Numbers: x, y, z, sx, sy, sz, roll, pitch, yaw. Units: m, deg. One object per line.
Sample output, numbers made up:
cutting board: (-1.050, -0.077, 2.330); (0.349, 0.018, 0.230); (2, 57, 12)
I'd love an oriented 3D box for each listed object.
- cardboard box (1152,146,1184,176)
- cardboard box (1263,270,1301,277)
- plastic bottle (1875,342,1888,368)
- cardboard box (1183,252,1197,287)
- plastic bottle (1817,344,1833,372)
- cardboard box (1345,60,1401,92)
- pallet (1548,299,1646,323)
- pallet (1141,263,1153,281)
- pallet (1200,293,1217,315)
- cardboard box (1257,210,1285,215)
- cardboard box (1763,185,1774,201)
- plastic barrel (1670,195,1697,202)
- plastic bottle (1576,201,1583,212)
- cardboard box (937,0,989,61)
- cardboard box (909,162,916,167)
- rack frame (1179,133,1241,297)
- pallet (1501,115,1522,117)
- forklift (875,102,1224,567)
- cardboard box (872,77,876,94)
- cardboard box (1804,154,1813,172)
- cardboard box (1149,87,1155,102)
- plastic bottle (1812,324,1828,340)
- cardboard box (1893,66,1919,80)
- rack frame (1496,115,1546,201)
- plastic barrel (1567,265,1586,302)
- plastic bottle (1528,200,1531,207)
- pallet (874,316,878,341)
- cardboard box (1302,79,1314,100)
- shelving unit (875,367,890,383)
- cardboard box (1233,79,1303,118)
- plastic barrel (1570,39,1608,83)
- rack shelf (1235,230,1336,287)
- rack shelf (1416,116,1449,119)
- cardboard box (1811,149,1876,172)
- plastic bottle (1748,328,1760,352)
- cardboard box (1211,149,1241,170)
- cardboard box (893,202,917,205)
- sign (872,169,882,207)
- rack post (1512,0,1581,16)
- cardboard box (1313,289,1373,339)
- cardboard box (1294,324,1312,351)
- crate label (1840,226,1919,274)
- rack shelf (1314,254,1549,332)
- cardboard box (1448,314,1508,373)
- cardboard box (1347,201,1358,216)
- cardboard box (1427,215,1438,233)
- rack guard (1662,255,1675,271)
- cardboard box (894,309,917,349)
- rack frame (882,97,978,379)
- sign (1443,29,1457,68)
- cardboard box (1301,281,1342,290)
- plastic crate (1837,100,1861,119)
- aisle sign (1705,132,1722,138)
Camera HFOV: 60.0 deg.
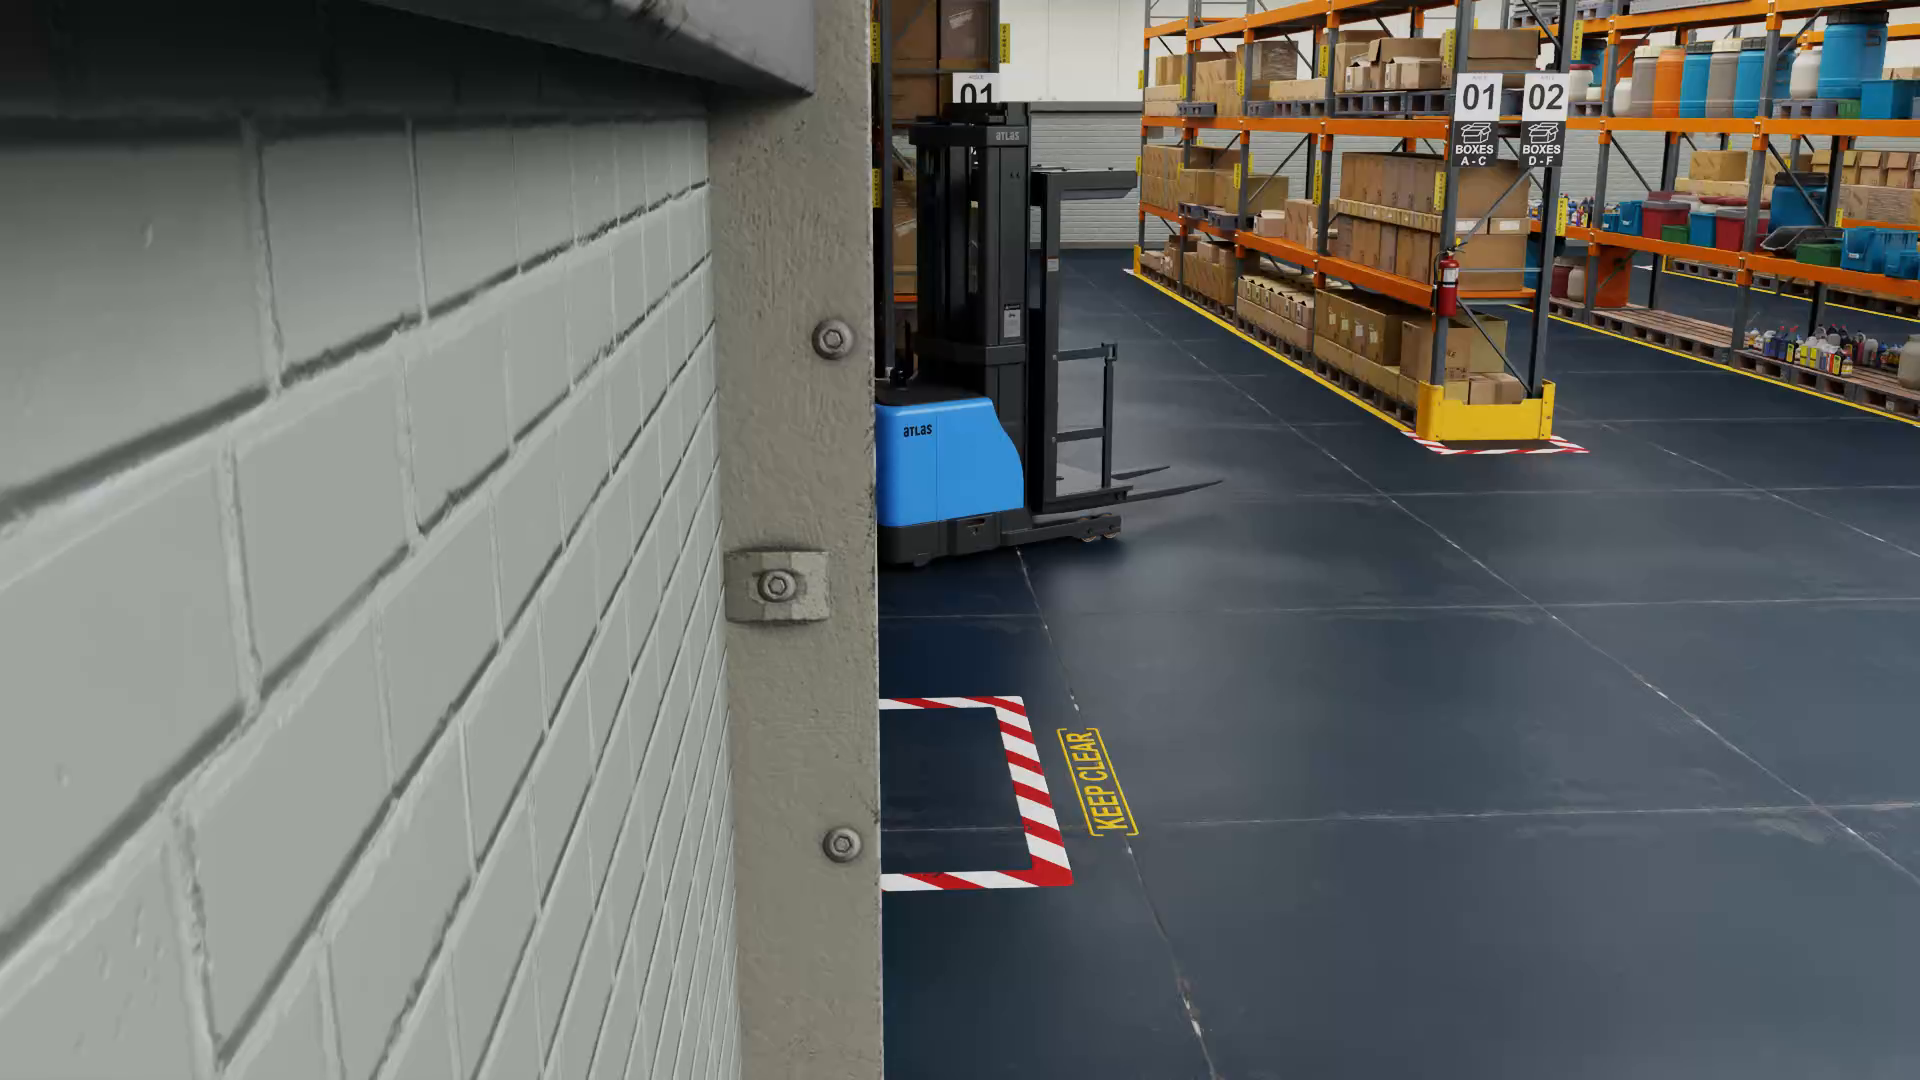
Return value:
cardboard box: (3.617, -6.548, 28.748); (0.500, 0.500, 0.500); (-1, 14, -3)
cardboard box: (4.539, -3.514, 23.299); (0.500, 0.500, 0.500); (0, 14, -1)
plastic bottle: (9.880, -1.988, 17.826); (0.097, 0.271, 0.097); (0, 14, 0)
cardboard box: (3.821, -4.267, 26.226); (0.500, 0.500, 0.500); (-2, 15, -6)
plastic bottle: (9.173, -1.922, 17.559); (0.152, 0.276, 0.135); (-1, 14, -5)
cardboard box: (4.331, -4.817, 17.262); (0.500, 0.311, 0.500); (-2, 15, -7)
pallet: (9.136, -3.315, 23.986); (1.003, 0.211, 1.213); (-1, 14, -3)
pallet: (3.841, -4.816, 29.822); (1.003, 0.211, 1.213); (-1, 14, -3)
pallet: (4.201, -3.533, 24.833); (1.003, 0.211, 1.213); (-1, 14, -3)
cardboard box: (4.261, -4.260, 22.242); (0.500, 0.311, 0.500); (0, 14, 0)
cardboard box: (13.632, -5.718, 27.435); (0.500, 0.250, 0.500); (-1, 14, -4)
plastic barrel: (9.503, -4.271, 21.884); (0.421, 0.512, 0.421); (0, 14, 0)
plastic bottle: (9.402, -5.004, 25.204); (0.152, 0.276, 0.135); (-1, 14, -3)
cardboard box: (0.052, -4.422, 14.425); (0.500, 0.500, 0.500); (-2, 15, -7)
cardboard box: (-0.435, -5.006, 22.621); (0.500, 0.250, 0.500); (-1, 14, -2)
rack frame: (4.034, -5.389, 26.452); (1.000, 3.000, 0.127); (-1, 14, -3)
pallet: (9.124, -6.632, 25.643); (1.213, 0.211, 1.003); (-1, 14, -3)
forklift: (0.518, -1.506, 11.496); (3.031, 2.935, 1.130); (-9, 17, -33)
cardboard box: (-0.674, -5.505, 20.637); (0.797, 0.503, 0.637); (1, 14, 4)
cardboard box: (14.147, -6.099, 27.409); (0.500, 0.500, 0.500); (-1, 14, -3)
cardboard box: (3.582, -7.750, 28.905); (0.500, 0.250, 0.500); (-1, 14, -3)
plastic bottle: (9.657, -2.247, 18.674); (0.144, 0.351, 0.185); (-1, 14, -3)
cardboard box: (13.918, -6.615, 24.152); (0.500, 0.500, 0.500); (0, 14, 0)
rack frame: (8.978, -5.465, 26.745); (1.000, 3.000, 0.127); (-1, 14, -3)
plastic barrel: (9.054, -3.729, 24.149); (0.421, 0.512, 0.421); (0, 14, 0)
plastic bottle: (8.684, -5.053, 25.396); (0.152, 0.276, 0.135); (-1, 14, -3)
pallet: (-0.615, -2.772, 21.877); (1.003, 0.211, 1.213); (-1, 14, -3)
cardboard box: (4.472, -5.459, 20.163); (0.500, 0.250, 0.500); (-2, 15, -8)
shelving unit: (-0.679, -0.542, 11.217); (0.258, 1.200, 0.503); (4, 12, 31)
cardboard box: (4.221, -6.003, 22.619); (0.910, 0.500, 0.500); (-1, 14, -3)
plastic barrel: (9.237, -6.941, 24.616); (0.600, 0.901, 0.708); (-1, 14, -3)
rack shelf: (4.406, -3.548, 20.742); (1.077, 0.370, 4.000); (-1, 14, -3)
rack shelf: (8.854, -7.066, 28.394); (1.077, 0.370, 4.000); (-1, 14, -3)
cardboard box: (13.969, -5.917, 26.288); (0.797, 0.503, 0.637); (-1, 14, -5)
plastic bottle: (9.056, -2.281, 18.963); (0.097, 0.271, 0.097); (0, 14, 0)
cardboard box: (4.286, -6.043, 26.787); (0.500, 0.500, 0.500); (-1, 14, -2)
cardboard box: (-0.429, -2.867, 15.405); (0.500, 0.500, 0.500); (-1, 14, -3)
sign: (-0.722, -3.037, 14.354); (0.100, 0.325, 0.005); (-1, 14, -3)
rack post: (8.999, -8.123, 25.191); (0.937, 0.300, 0.954); (-1, 14, -4)
cardboard box: (4.246, -2.514, 18.449); (0.500, 0.500, 0.500); (-1, 14, -3)
cardboard box: (4.215, -2.370, 19.393); (0.500, 0.250, 0.500); (-1, 14, -4)
crate label: (9.338, -2.951, 16.905); (0.502, 0.435, 0.616); (-1, 14, -3)
rack shelf: (4.654, -2.554, 16.875); (1.077, 0.370, 4.000); (-1, 14, -3)
cardboard box: (4.933, -1.901, 16.064); (0.500, 0.500, 0.500); (-1, 14, -3)
cardboard box: (4.386, -3.566, 17.862); (0.380, 0.149, 0.250); (-1, 14, -5)
cardboard box: (4.546, -2.924, 15.370); (0.380, 0.149, 0.250); (-1, 14, -2)
rack guard: (13.672, -5.331, 31.244); (1.175, 0.500, 0.348); (-1, 14, -3)
cardboard box: (-0.476, -2.507, 19.385); (0.700, 0.500, 0.500); (0, 14, -2)
rack frame: (-0.166, -2.327, 14.552); (1.000, 3.000, 0.127); (-1, 14, -3)
sign: (4.235, -4.243, 14.359); (0.100, 0.325, 0.005); (-1, 14, -3)
cardboard box: (4.627, -3.156, 21.324); (0.500, 0.311, 0.500); (-1, 14, -4)
plastic crate: (9.300, -4.428, 17.124); (0.336, 0.188, 0.450); (-1, 14, -3)
aisle sign: (13.969, -7.817, 30.673); (0.394, 0.787, 0.004); (-1, 14, -3)
